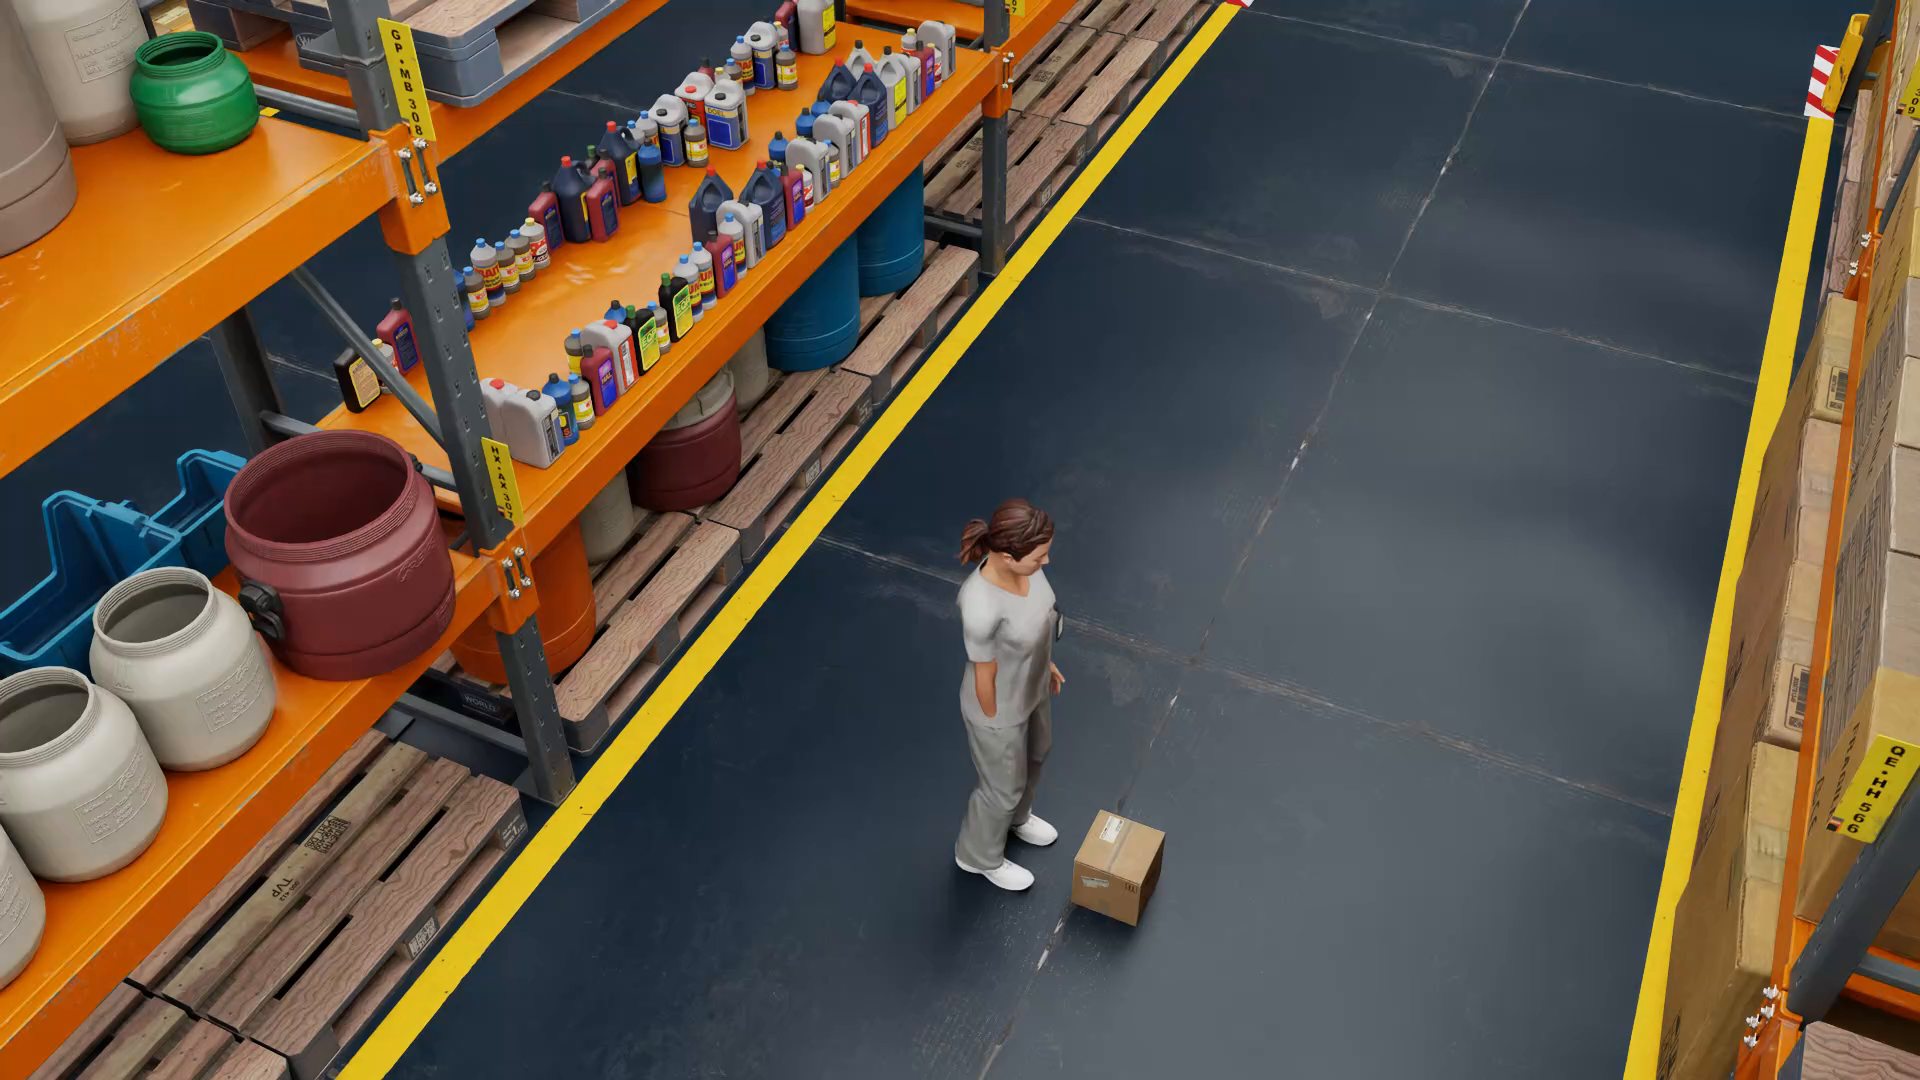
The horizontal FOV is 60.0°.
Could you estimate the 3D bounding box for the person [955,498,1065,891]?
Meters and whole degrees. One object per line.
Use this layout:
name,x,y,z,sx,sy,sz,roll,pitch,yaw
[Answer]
person,0.158,0.508,5.608,0.368,1.670,0.443,18,45,19
